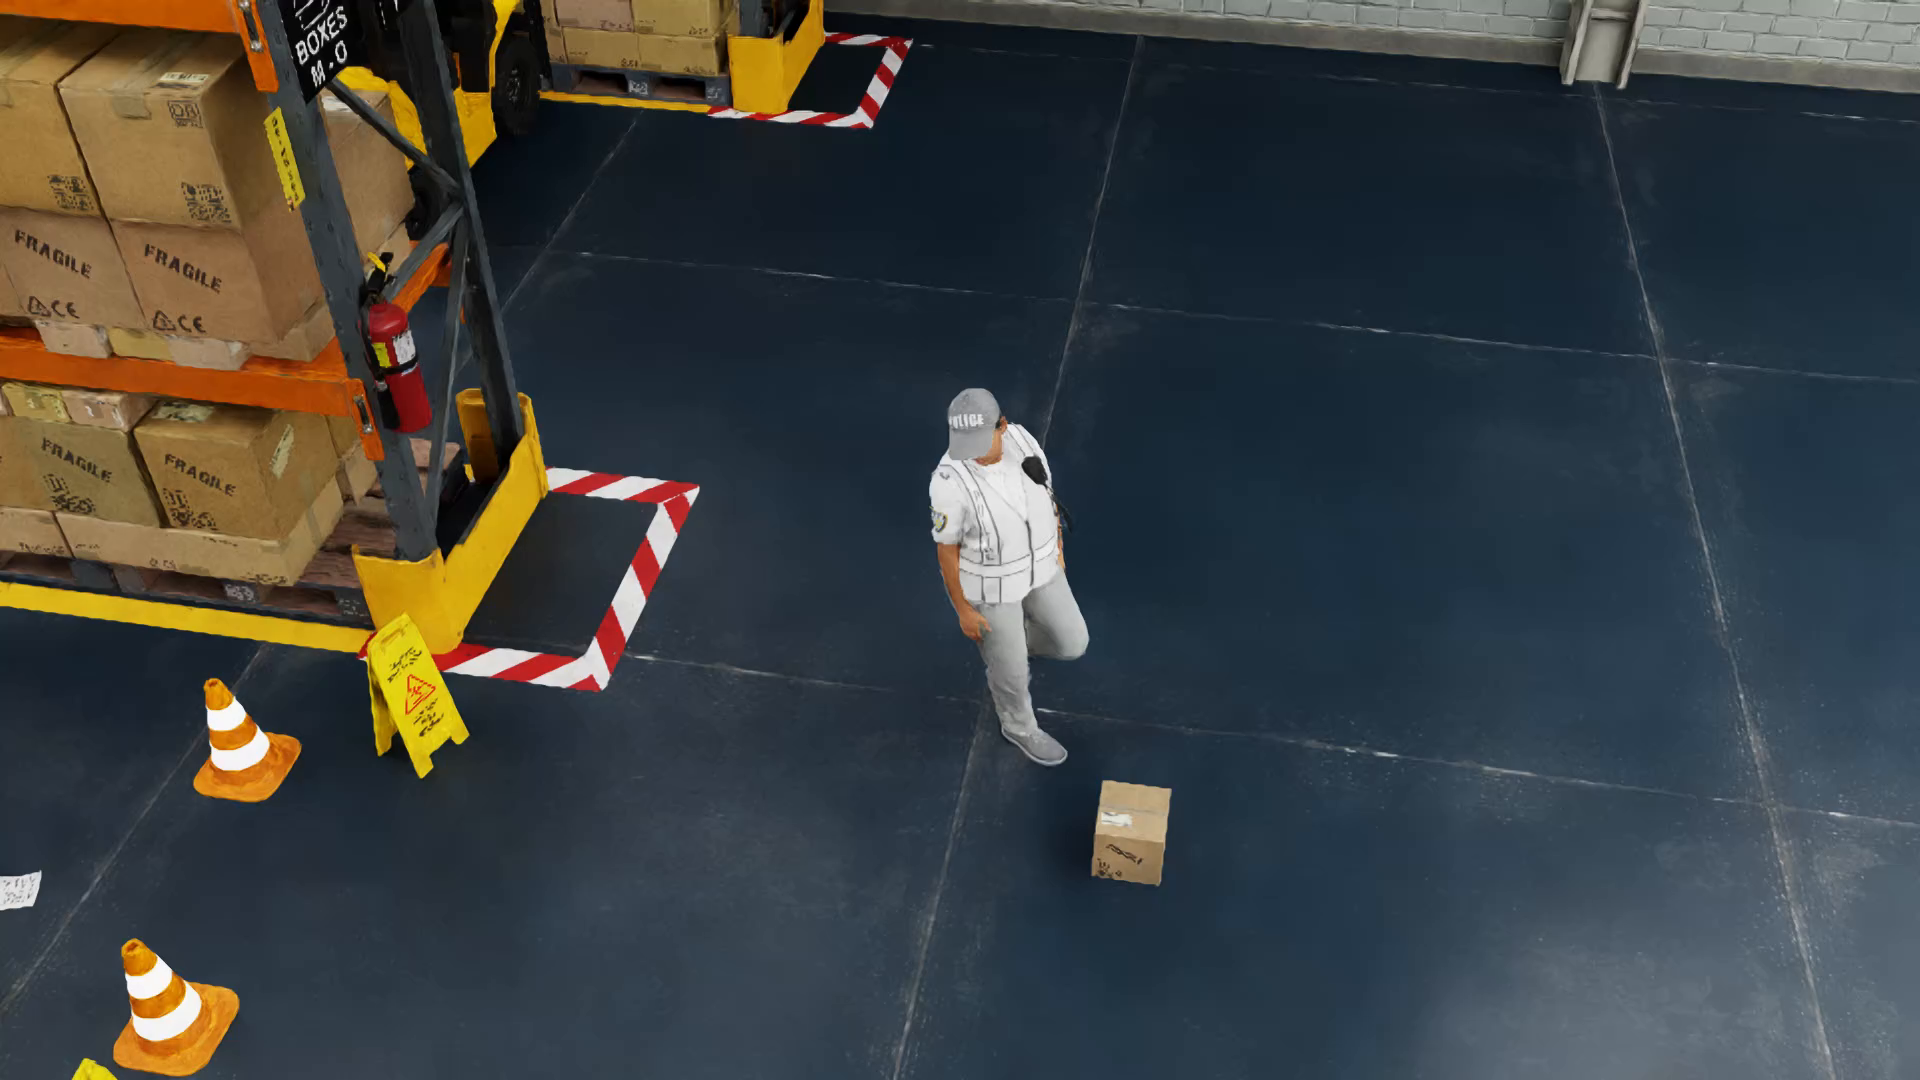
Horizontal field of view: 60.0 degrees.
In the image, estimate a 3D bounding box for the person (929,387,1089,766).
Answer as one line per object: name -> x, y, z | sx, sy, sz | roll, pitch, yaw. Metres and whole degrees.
person -> 0.168, 0.143, 6.008 | 0.526, 1.636, 0.546 | -28, 48, -29
